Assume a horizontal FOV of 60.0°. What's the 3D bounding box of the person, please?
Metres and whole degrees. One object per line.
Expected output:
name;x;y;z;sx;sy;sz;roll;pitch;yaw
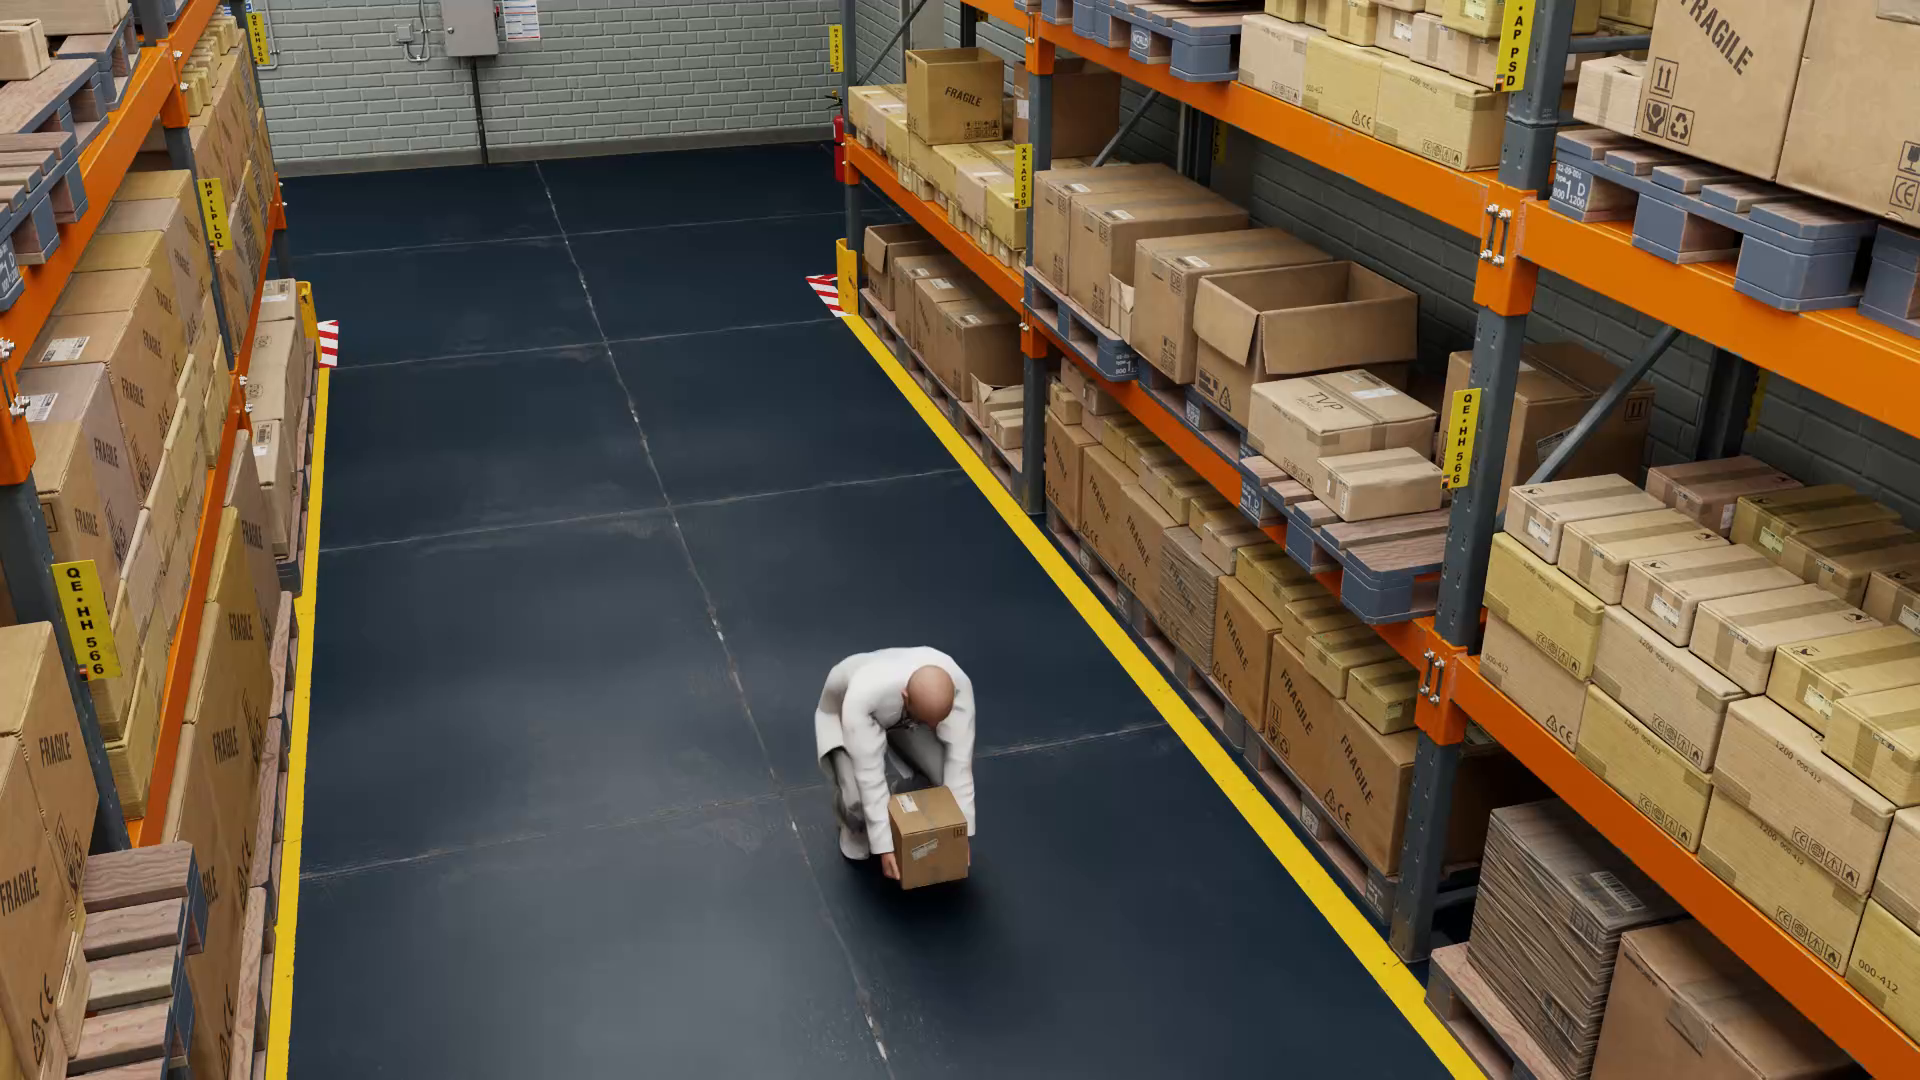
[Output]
person;-0.249;0.807;6.387;0.577;0.984;0.929;-9;27;-17
